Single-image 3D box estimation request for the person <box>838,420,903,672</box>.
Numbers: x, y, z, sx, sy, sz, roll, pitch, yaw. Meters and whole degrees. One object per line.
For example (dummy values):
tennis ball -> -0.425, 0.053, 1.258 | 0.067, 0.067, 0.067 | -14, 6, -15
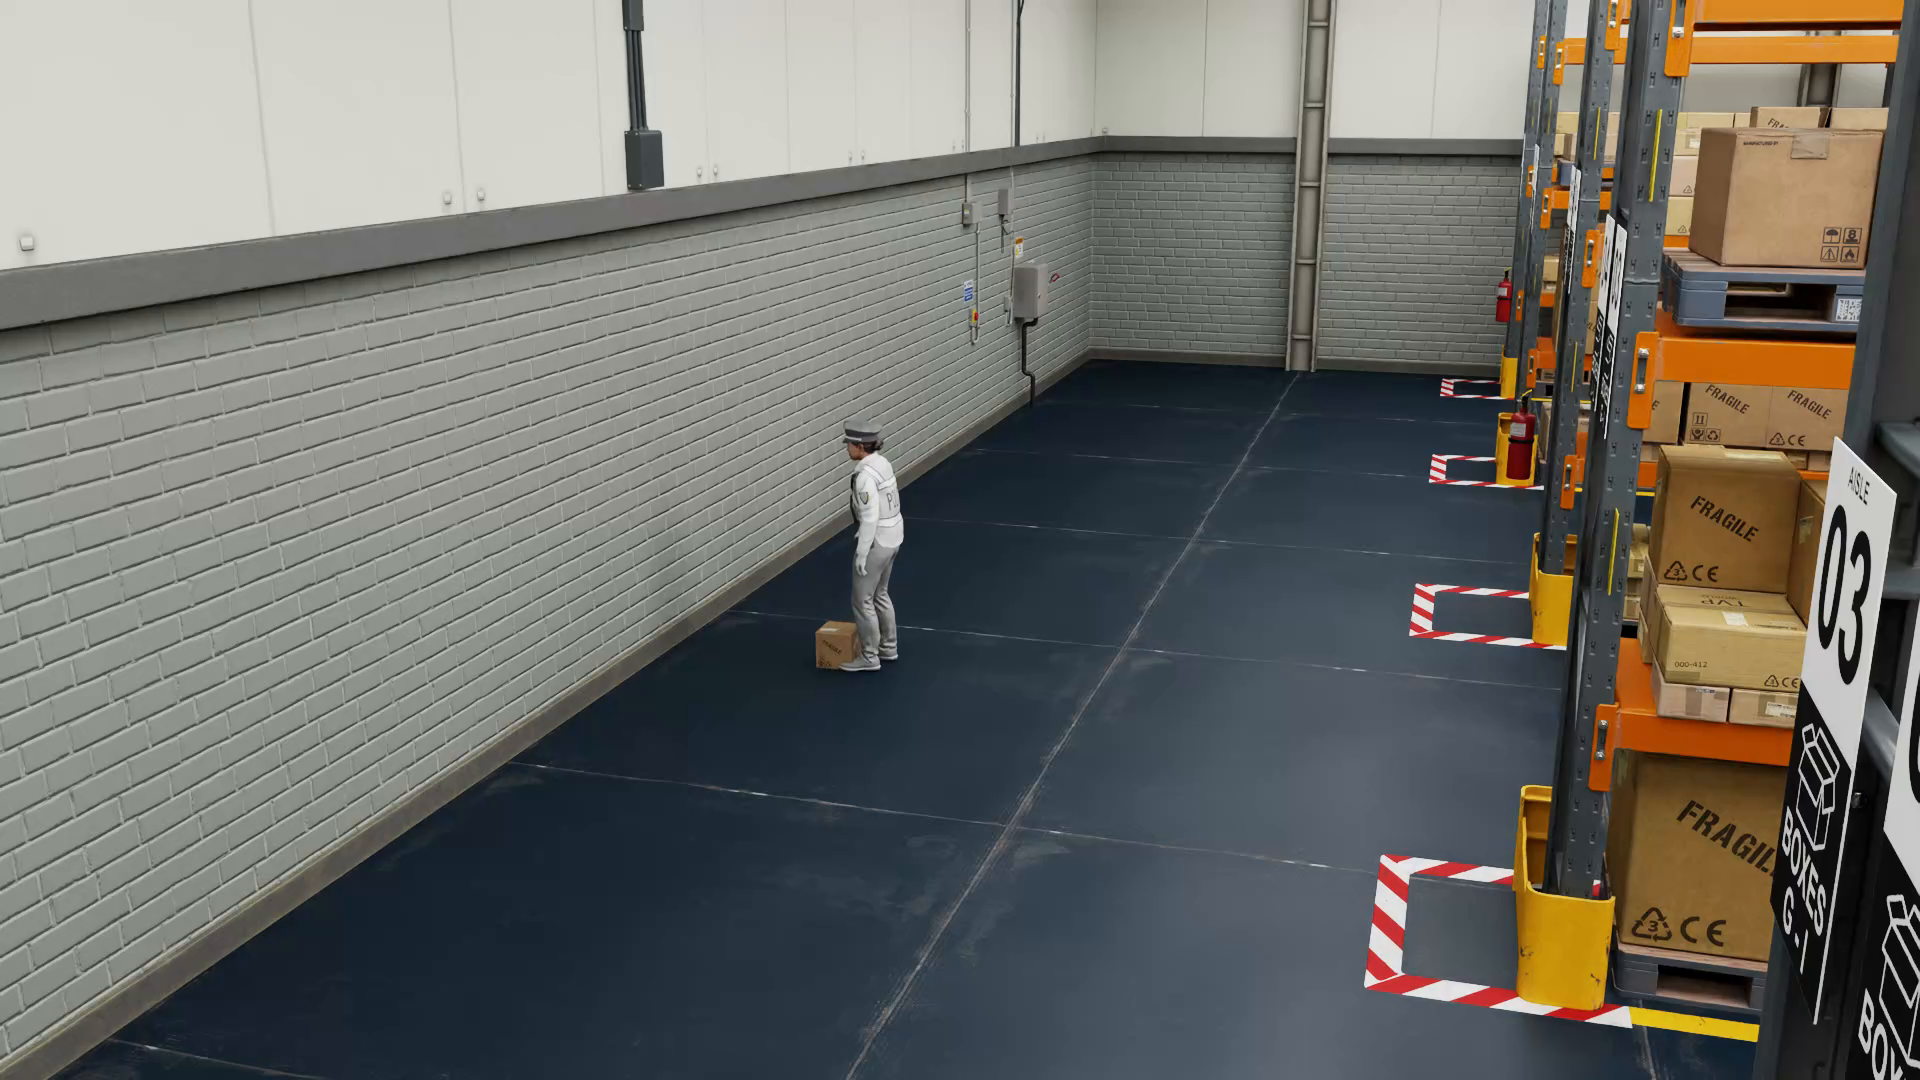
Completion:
person -> -0.588, 0.041, 10.864 | 0.414, 1.661, 0.533 | 4, 16, 13
